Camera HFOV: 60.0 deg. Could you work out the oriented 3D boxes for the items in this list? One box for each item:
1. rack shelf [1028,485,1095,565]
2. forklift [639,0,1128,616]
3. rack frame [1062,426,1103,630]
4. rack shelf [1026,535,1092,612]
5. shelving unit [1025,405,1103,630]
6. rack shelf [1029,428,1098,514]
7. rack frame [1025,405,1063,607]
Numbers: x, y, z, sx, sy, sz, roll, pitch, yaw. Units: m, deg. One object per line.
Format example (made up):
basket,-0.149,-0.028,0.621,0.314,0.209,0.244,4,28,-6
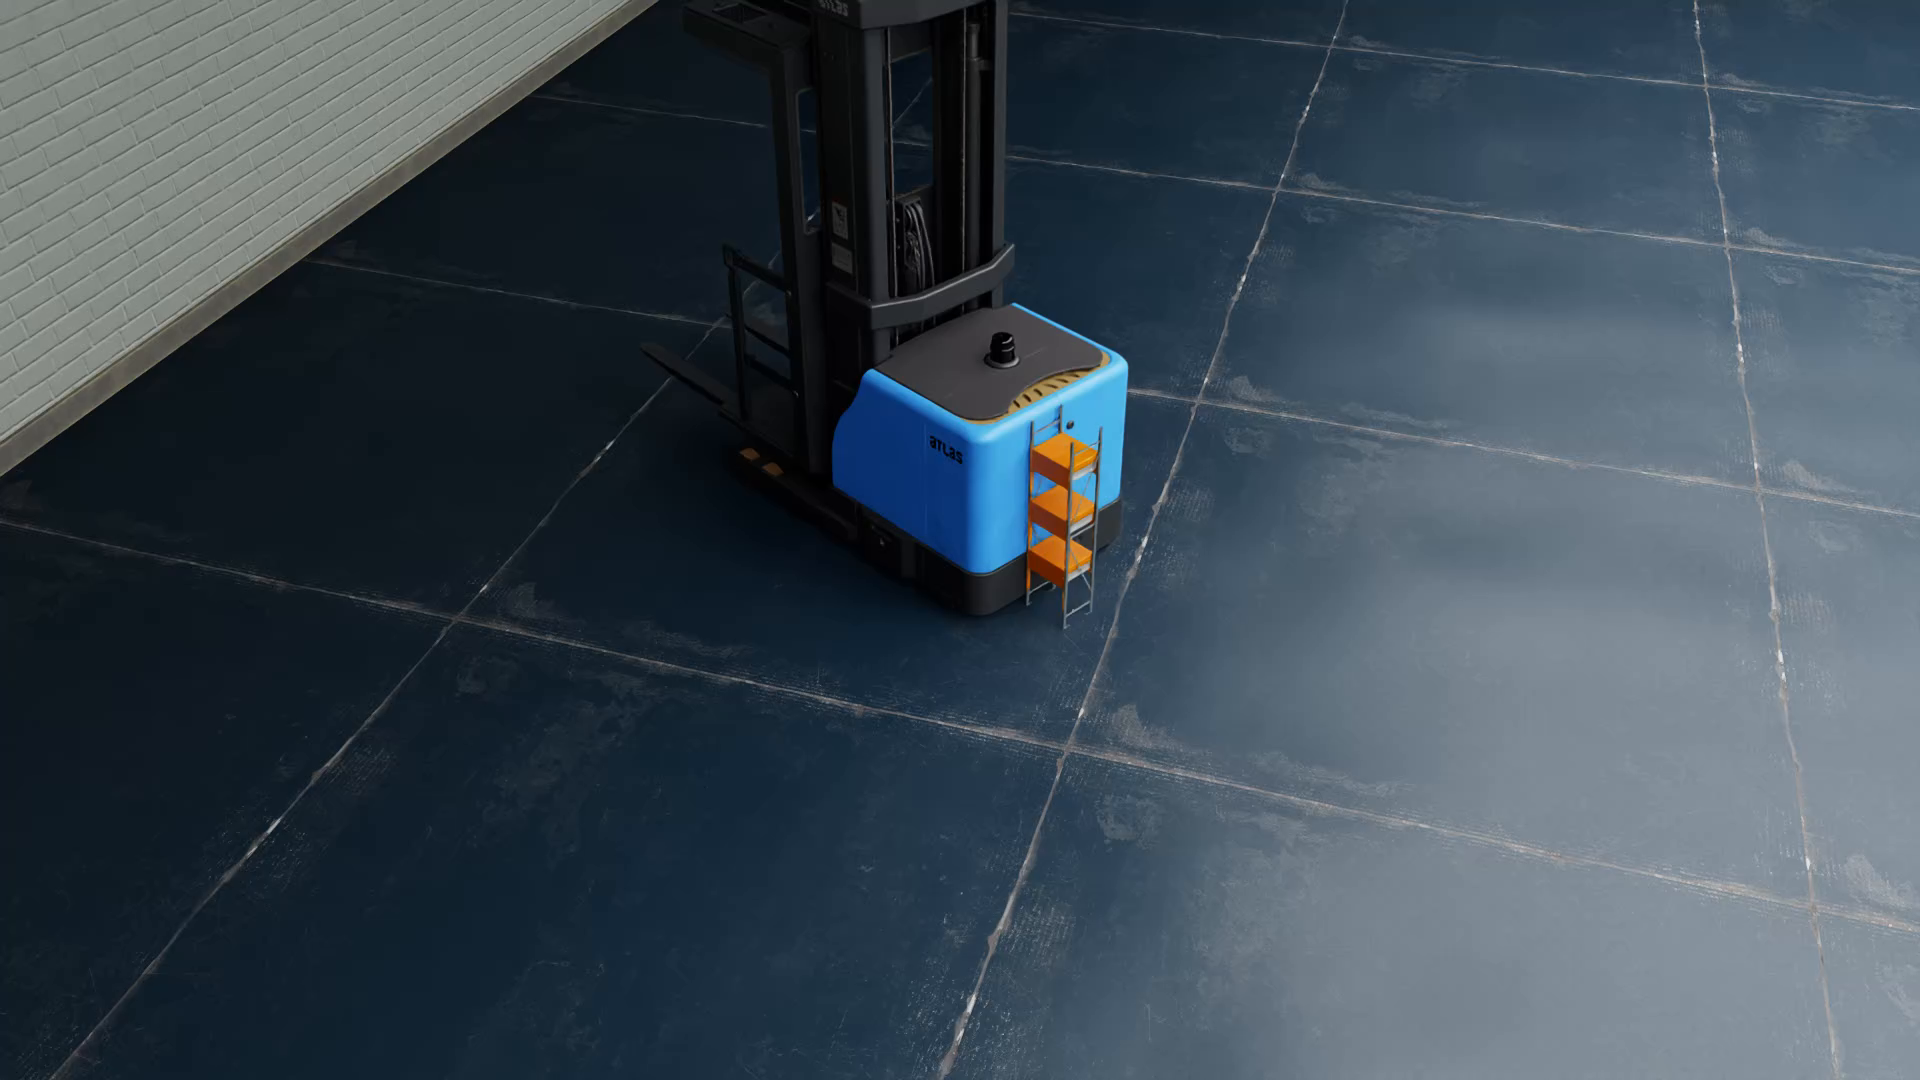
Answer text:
rack shelf,0.474,-0.083,7.680,0.215,0.259,0.240,-29,45,-34
forklift,-0.570,-1.606,8.144,1.130,2.935,3.031,-29,45,-34
rack frame,0.558,-0.039,7.602,0.200,1.050,0.008,-29,45,-34
rack shelf,0.474,0.141,7.845,0.215,0.259,0.240,-29,45,-34
shelving unit,0.474,-0.091,7.674,0.215,1.050,0.252,-29,45,-34
rack shelf,0.474,-0.311,7.512,0.215,0.259,0.240,-29,45,-34
rack frame,0.390,-0.144,7.745,0.200,1.050,0.008,-29,45,-34
